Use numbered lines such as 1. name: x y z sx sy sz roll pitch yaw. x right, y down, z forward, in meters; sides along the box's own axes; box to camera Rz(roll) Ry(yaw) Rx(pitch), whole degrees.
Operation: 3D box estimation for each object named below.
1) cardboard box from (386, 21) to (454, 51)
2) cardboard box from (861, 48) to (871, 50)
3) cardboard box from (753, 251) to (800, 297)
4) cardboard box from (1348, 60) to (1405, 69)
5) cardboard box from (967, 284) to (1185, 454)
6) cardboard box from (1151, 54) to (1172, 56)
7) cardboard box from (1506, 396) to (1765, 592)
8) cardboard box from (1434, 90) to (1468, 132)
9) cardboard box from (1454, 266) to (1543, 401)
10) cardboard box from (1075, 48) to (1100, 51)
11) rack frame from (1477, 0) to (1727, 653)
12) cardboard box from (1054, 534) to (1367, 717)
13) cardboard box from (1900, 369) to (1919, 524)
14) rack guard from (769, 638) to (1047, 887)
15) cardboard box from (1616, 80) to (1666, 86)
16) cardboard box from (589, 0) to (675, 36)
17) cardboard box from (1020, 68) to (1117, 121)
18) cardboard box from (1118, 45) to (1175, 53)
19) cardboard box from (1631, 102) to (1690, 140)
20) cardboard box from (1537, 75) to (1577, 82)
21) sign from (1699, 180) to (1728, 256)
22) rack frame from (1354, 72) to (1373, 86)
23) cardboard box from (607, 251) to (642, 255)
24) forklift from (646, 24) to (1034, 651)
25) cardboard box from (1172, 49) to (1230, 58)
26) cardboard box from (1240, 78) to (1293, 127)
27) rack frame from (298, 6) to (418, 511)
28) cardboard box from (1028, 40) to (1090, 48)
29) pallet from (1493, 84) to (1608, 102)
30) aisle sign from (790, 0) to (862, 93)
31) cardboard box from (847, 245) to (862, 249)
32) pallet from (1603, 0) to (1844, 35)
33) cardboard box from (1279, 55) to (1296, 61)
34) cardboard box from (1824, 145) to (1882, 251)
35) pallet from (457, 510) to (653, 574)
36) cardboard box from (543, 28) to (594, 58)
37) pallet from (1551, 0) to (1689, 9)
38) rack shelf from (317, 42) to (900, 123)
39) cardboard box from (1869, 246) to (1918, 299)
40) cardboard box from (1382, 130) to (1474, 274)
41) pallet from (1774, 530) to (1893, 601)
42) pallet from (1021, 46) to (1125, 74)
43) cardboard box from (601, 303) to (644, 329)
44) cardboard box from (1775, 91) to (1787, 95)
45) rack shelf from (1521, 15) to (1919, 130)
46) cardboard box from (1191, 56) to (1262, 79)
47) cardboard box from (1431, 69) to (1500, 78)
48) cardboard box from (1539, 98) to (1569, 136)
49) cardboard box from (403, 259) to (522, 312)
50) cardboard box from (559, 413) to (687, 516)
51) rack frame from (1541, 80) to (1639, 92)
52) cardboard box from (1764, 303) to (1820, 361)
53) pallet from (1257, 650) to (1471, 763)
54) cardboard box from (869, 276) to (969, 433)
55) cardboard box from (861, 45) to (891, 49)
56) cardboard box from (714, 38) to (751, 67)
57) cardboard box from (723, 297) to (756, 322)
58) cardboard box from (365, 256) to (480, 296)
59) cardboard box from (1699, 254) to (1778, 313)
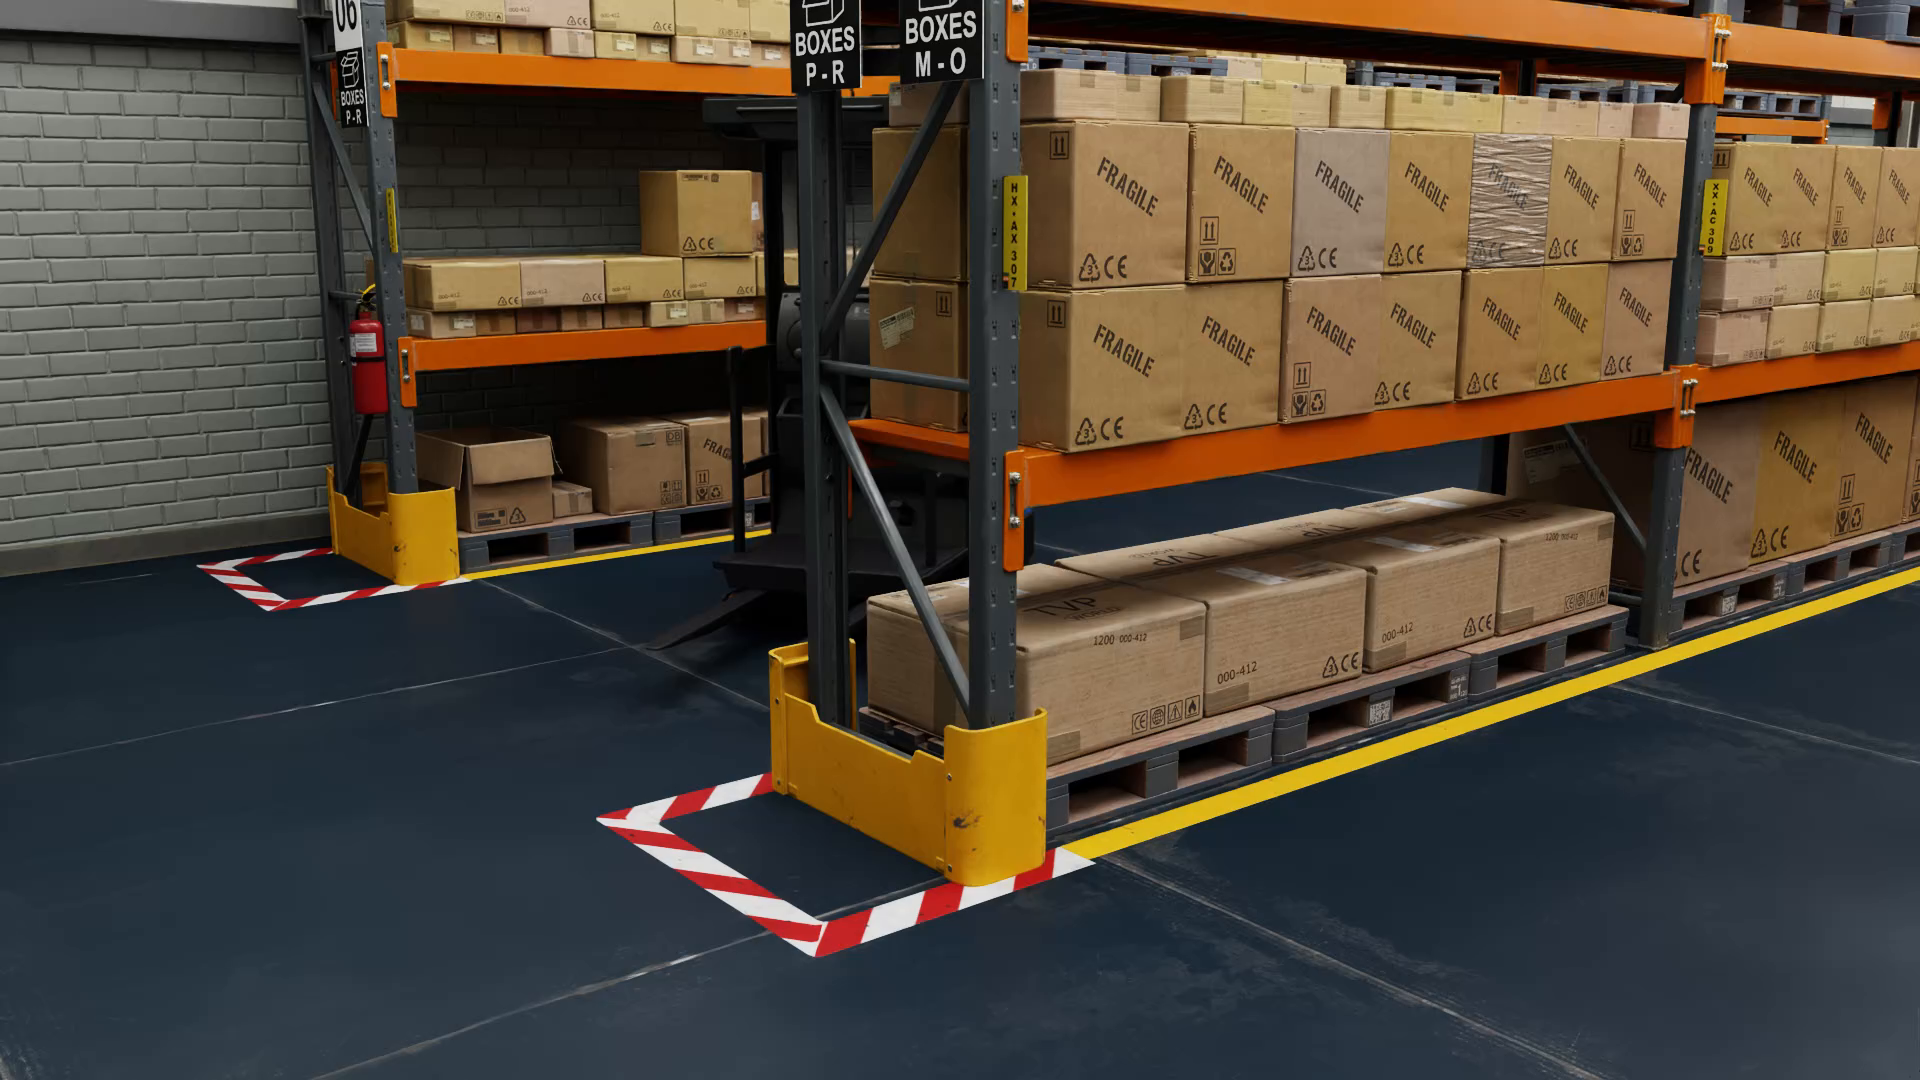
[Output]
1. cardboard box: -2.892 -2.668 8.857 0.250 0.149 0.380 -9 15 -36
2. cardboard box: -0.667 -3.025 10.534 0.250 0.149 0.380 -9 15 -36
3. cardboard box: -1.187 -1.676 10.445 0.500 0.250 0.500 -10 15 -38
4. cardboard box: 3.423 -3.962 13.654 0.250 0.166 0.380 -9 15 -38
5. cardboard box: 0.372 -0.580 5.400 0.500 0.500 0.500 -10 15 -38
6. cardboard box: 1.515 -3.778 12.881 0.250 0.149 0.380 -10 15 -38
7. cardboard box: 3.375 -0.294 8.398 0.875 0.875 0.875 -9 15 -36
8. cardboard box: 1.679 -1.609 6.273 0.250 0.149 0.380 -9 15 -38
9. cardboard box: 1.957 -0.847 6.654 0.500 0.500 0.500 -10 15 -38
10. cardboard box: 0.807 -3.632 12.145 0.250 0.149 0.380 -10 16 -39
11. rack frame: 2.941 -1.035 7.781 0.127 3.000 1.000 -9 15 -38
12. cardboard box: 0.980 0.310 6.604 0.875 0.438 0.875 -9 15 -36
13. cardboard box: 5.473 -0.644 10.043 0.875 0.875 0.875 -10 15 -38
14. rack guard: -0.201 0.710 5.581 0.348 0.500 1.175 -9 15 -38
15. cardboard box: 6.624 -4.485 16.161 0.250 0.149 0.380 -9 15 -36
16. cardboard box: -1.977 -3.007 9.490 0.500 0.250 0.500 -10 16 -39
17. cardboard box: 0.268 -1.372 5.160 0.250 0.149 0.380 -9 15 -36
18. cardboard box: 1.319 -3.577 11.883 0.250 0.149 0.380 -9 15 -36
19. cardboard box: 2.900 -1.799 7.168 0.250 0.149 0.380 -10 15 -39
20. cardboard box: 5.415 -4.284 15.215 0.250 0.149 0.380 -9 15 -38
21. sign: 3.289 -1.407 7.259 0.005 0.325 0.100 -9 15 -38
22. rack frame: 2.961 -2.358 14.014 0.127 3.000 1.000 -9 15 -38
23. cardboard box: -1.891 -1.693 10.526 0.500 0.250 0.500 -9 15 -38
24. forklift: -0.523 -1.043 7.982 1.130 2.935 3.031 4 13 18
25. cardboard box: 1.813 -3.700 12.510 0.250 0.149 0.380 -9 15 -36
26. cardboard box: 0.897 -1.470 5.620 0.250 0.149 0.380 -10 16 -39
27. rack frame: -3.286 -1.320 9.125 0.127 3.000 1.000 -9 15 -38
28. cardboard box: 0.680 -3.489 11.470 0.250 0.149 0.380 -9 15 -37
29. pallet: 5.404 -4.135 15.618 1.217 0.209 0.805 -10 16 -40
30. aisle sign: -0.432 -1.828 5.259 0.004 0.787 0.394 -9 15 -38
31. cardboard box: -0.718 -1.891 11.458 0.500 0.250 0.500 -10 15 -38
32. pallet: 3.626 -2.535 8.087 1.217 0.209 0.805 -10 16 -40
33. cardboard box: 2.399 -3.802 12.992 0.250 0.149 0.380 -9 15 -36
34. cardboard box: 4.238 -1.718 8.352 0.500 0.500 0.500 -10 16 -39
35. pallet: -2.605 -0.070 9.949 1.213 0.211 1.003 -9 15 -38
36. cardboard box: -2.234 -2.753 9.255 0.250 0.149 0.380 -9 15 -36
37. pallet: 2.296 -2.354 6.986 1.213 0.211 1.003 -9 15 -38
38. rack shelf: -1.724 -2.695 10.111 4.000 0.370 1.077 -9 15 -38
39. cardboard box: 4.655 -1.417 8.736 0.500 0.250 0.500 -10 16 -39
40. cardboard box: 1.556 -1.271 6.245 0.500 0.500 0.500 -9 15 -37
41. pallet: 4.450 0.058 9.349 1.213 0.211 1.003 -9 15 -38
42. pallet: 0.391 -3.288 11.623 1.003 0.211 1.213 -9 15 -38
43. cardboard box: -2.065 -1.334 9.795 0.250 0.149 0.380 -9 15 -37
44. cardboard box: 8.552 -4.863 17.658 0.258 0.266 0.396 -9 15 -38
45. rack shelf: 4.503 -2.410 8.766 4.000 0.370 1.077 -9 15 -38
46. cardboard box: 1.929 -3.516 12.605 0.500 0.250 0.500 -9 15 -38
47. cardboard box: 4.474 -4.316 14.517 0.500 0.500 0.500 -9 15 -36
48. cardboard box: 2.239 -1.715 6.776 0.250 0.149 0.380 -10 15 -38
49. cardboard box: -2.763 -1.408 9.182 0.500 0.250 0.500 -9 15 -37
50. cardboard box: -2.057 -0.472 10.135 0.500 0.500 0.700 -9 15 -35
51. rack frame: 6.084 -5.812 15.835 0.127 3.000 1.000 -9 15 -38
52. cardboard box: 3.853 -1.043 8.181 0.500 0.250 0.500 -10 16 -39
53. pallet: 1.345 0.574 6.916 1.213 0.211 1.003 -9 15 -38
54. cardboard box: 0.029 -0.670 5.823 0.500 0.500 0.500 -9 15 -37
55. cardboard box: -0.782 -3.206 10.431 0.500 0.250 0.500 -10 16 -40
56. cardboard box: -1.442 -2.885 9.876 0.250 0.149 0.380 -9 15 -37
57. cardboard box: -1.470 -1.437 10.279 0.250 0.149 0.380 -9 15 -38
58. cardboard box: -3.093 -1.495 9.594 0.500 0.250 0.500 -9 15 -36
59. cardboard box: 3.461 -1.217 7.798 0.500 0.250 0.500 -10 16 -39
